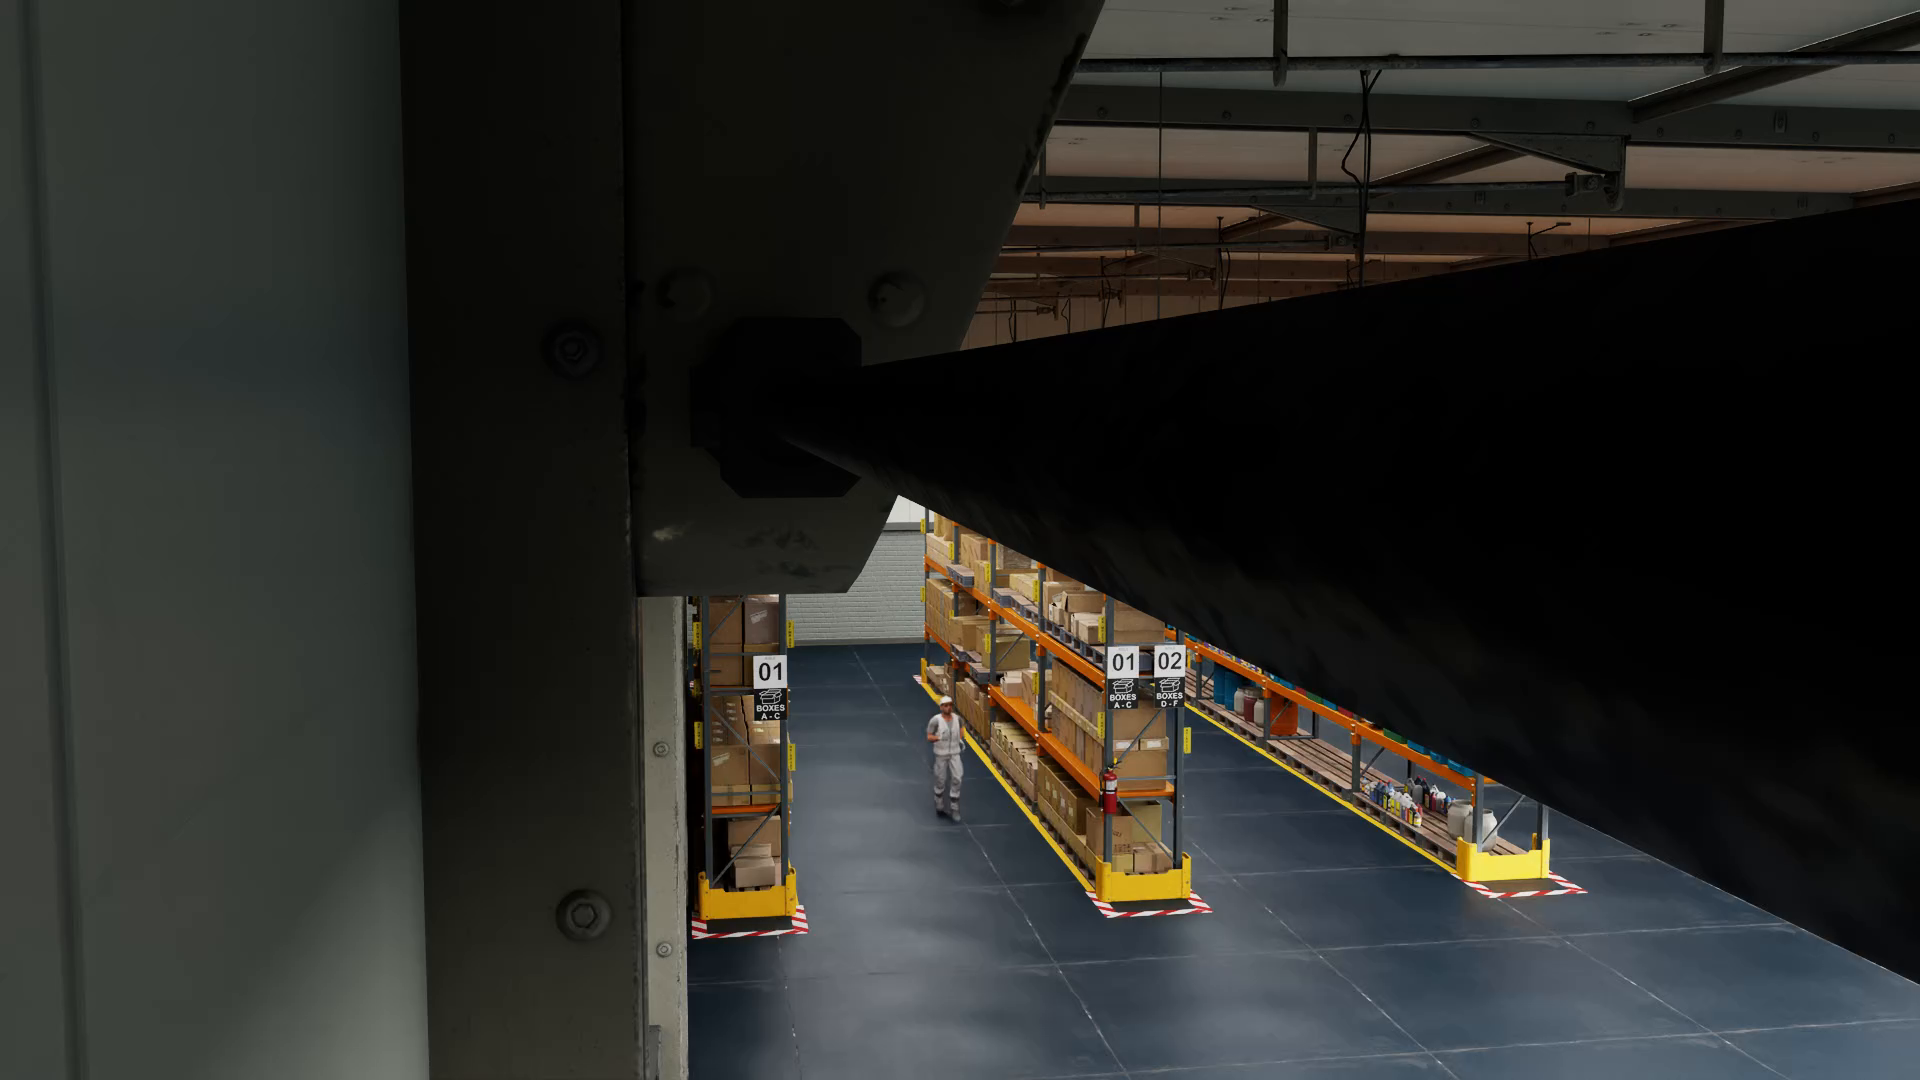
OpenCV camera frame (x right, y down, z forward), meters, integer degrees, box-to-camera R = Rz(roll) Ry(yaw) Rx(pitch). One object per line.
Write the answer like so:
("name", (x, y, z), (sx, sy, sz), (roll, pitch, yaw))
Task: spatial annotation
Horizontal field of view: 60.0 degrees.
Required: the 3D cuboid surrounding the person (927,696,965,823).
("person", (-0.197, 3.240, 24.854), (0.637, 1.837, 0.758), (-1, 5, -16))
